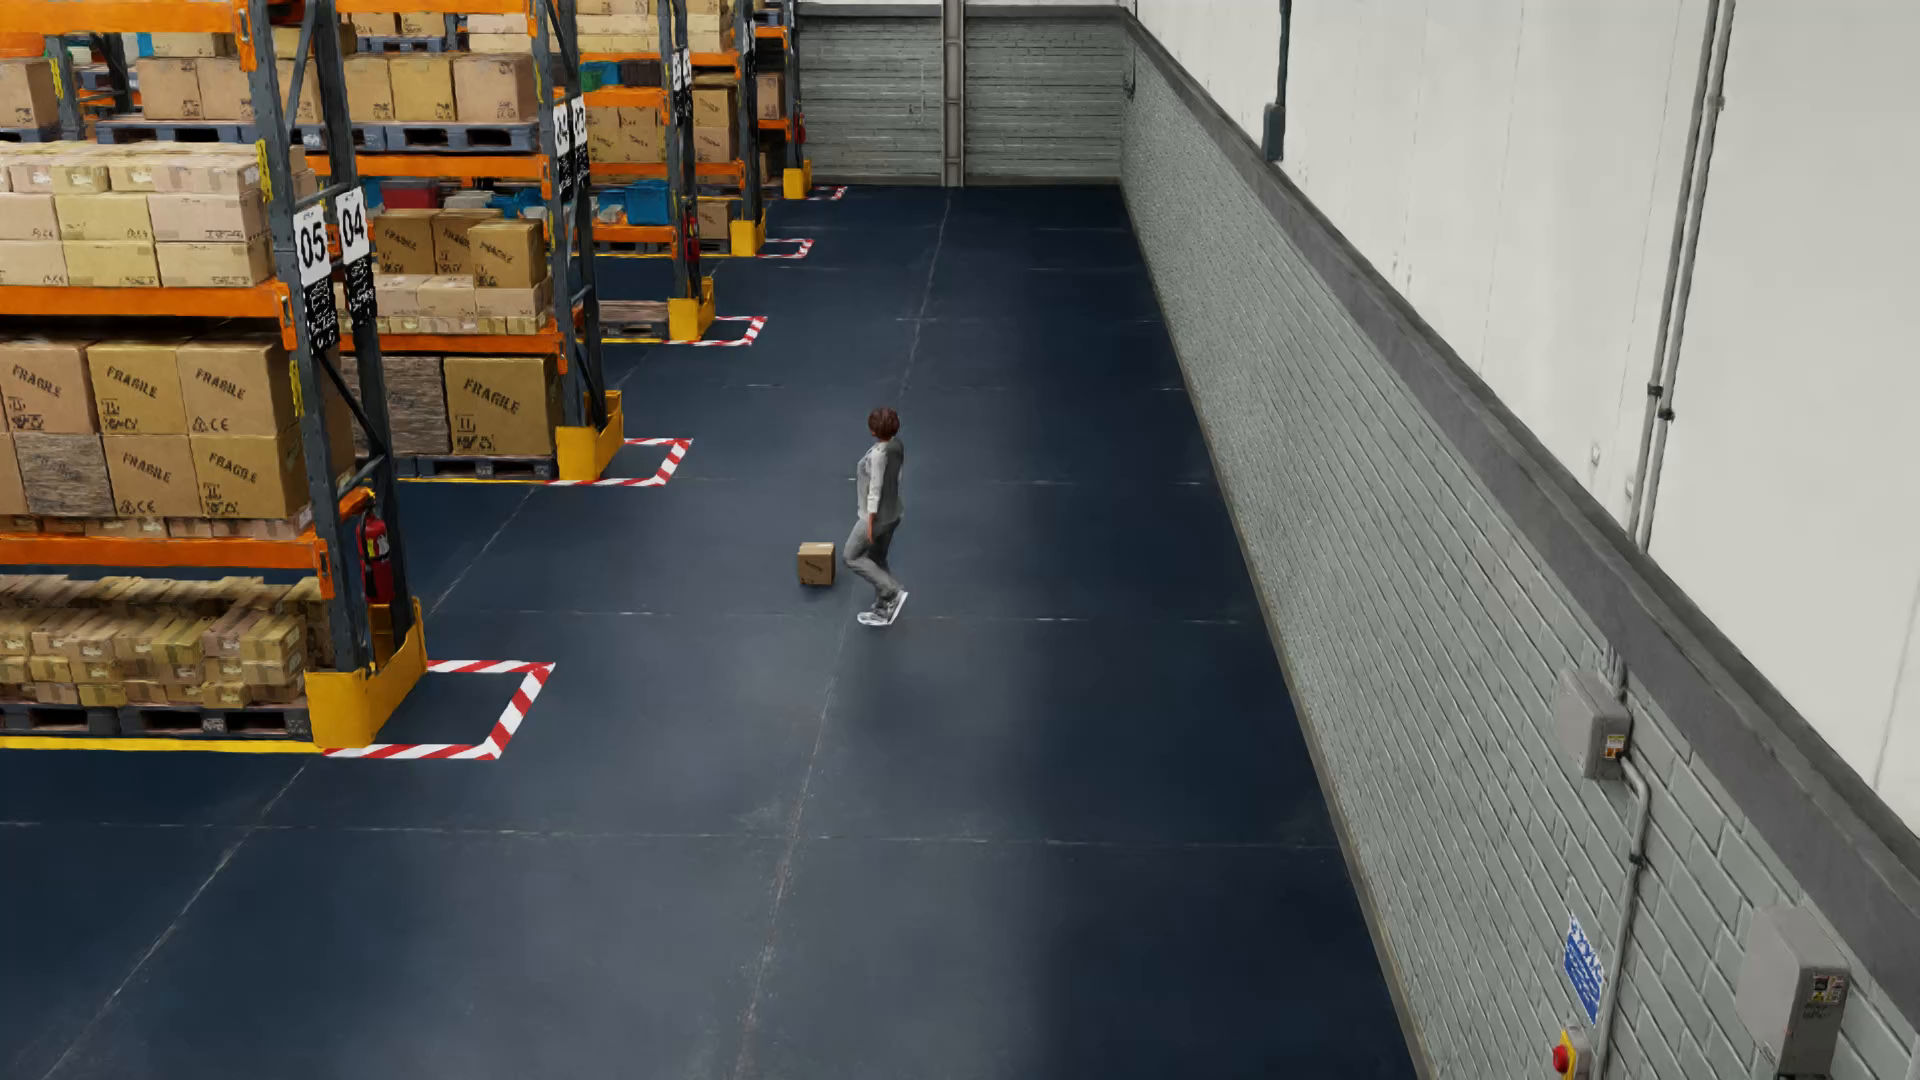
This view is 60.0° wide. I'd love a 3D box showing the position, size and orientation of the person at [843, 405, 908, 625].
[{"bbox_3d":[-0.547,-0.152,11.445,0.453,1.597,0.449,9,23,21],"label":"person"}]
